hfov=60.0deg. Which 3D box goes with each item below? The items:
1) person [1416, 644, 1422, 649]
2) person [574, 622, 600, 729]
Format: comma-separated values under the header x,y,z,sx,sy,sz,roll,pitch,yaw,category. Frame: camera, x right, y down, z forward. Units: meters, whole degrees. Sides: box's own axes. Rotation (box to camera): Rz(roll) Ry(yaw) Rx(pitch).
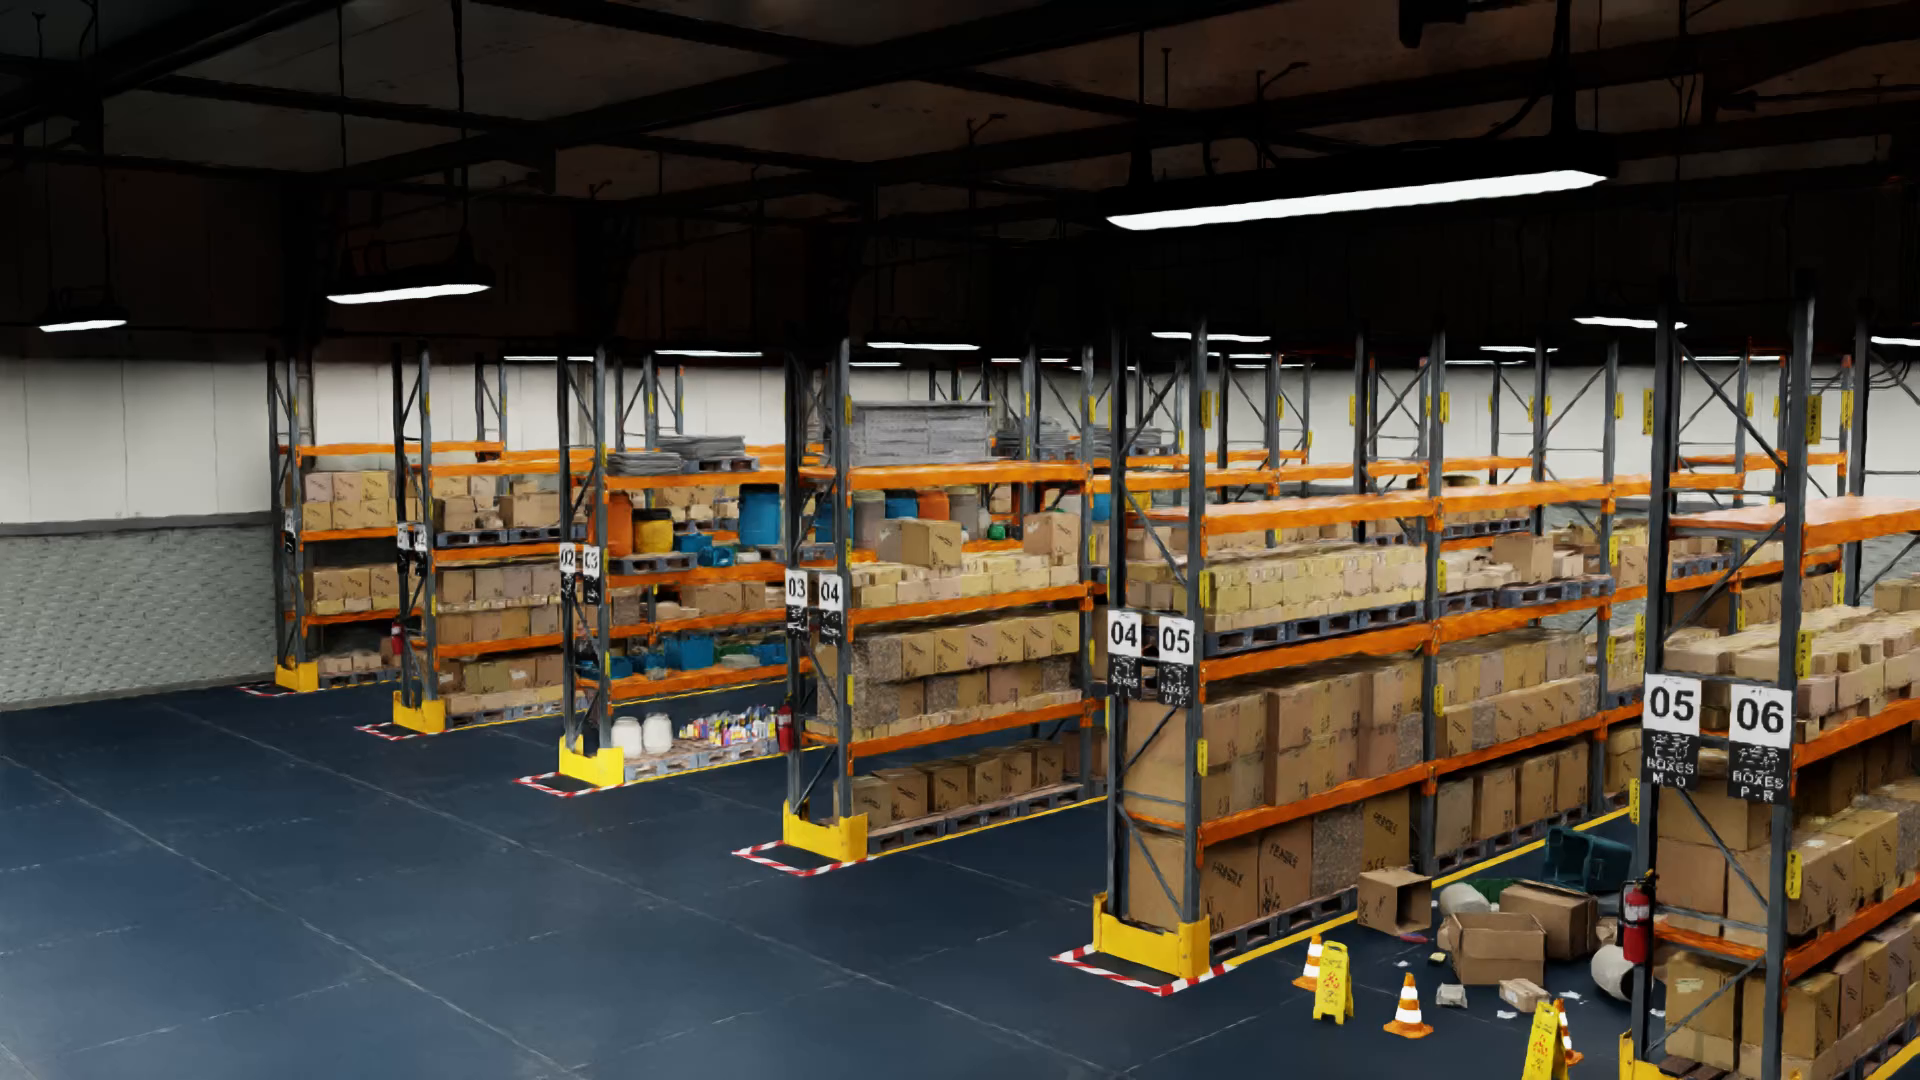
x,y,z,sx,sy,sz,roll,pitch,yaw,category
6.534,2.300,23.337,0.719,1.714,0.578,5,7,45,person
-5.775,2.080,25.985,0.682,1.660,0.800,2,5,26,person
